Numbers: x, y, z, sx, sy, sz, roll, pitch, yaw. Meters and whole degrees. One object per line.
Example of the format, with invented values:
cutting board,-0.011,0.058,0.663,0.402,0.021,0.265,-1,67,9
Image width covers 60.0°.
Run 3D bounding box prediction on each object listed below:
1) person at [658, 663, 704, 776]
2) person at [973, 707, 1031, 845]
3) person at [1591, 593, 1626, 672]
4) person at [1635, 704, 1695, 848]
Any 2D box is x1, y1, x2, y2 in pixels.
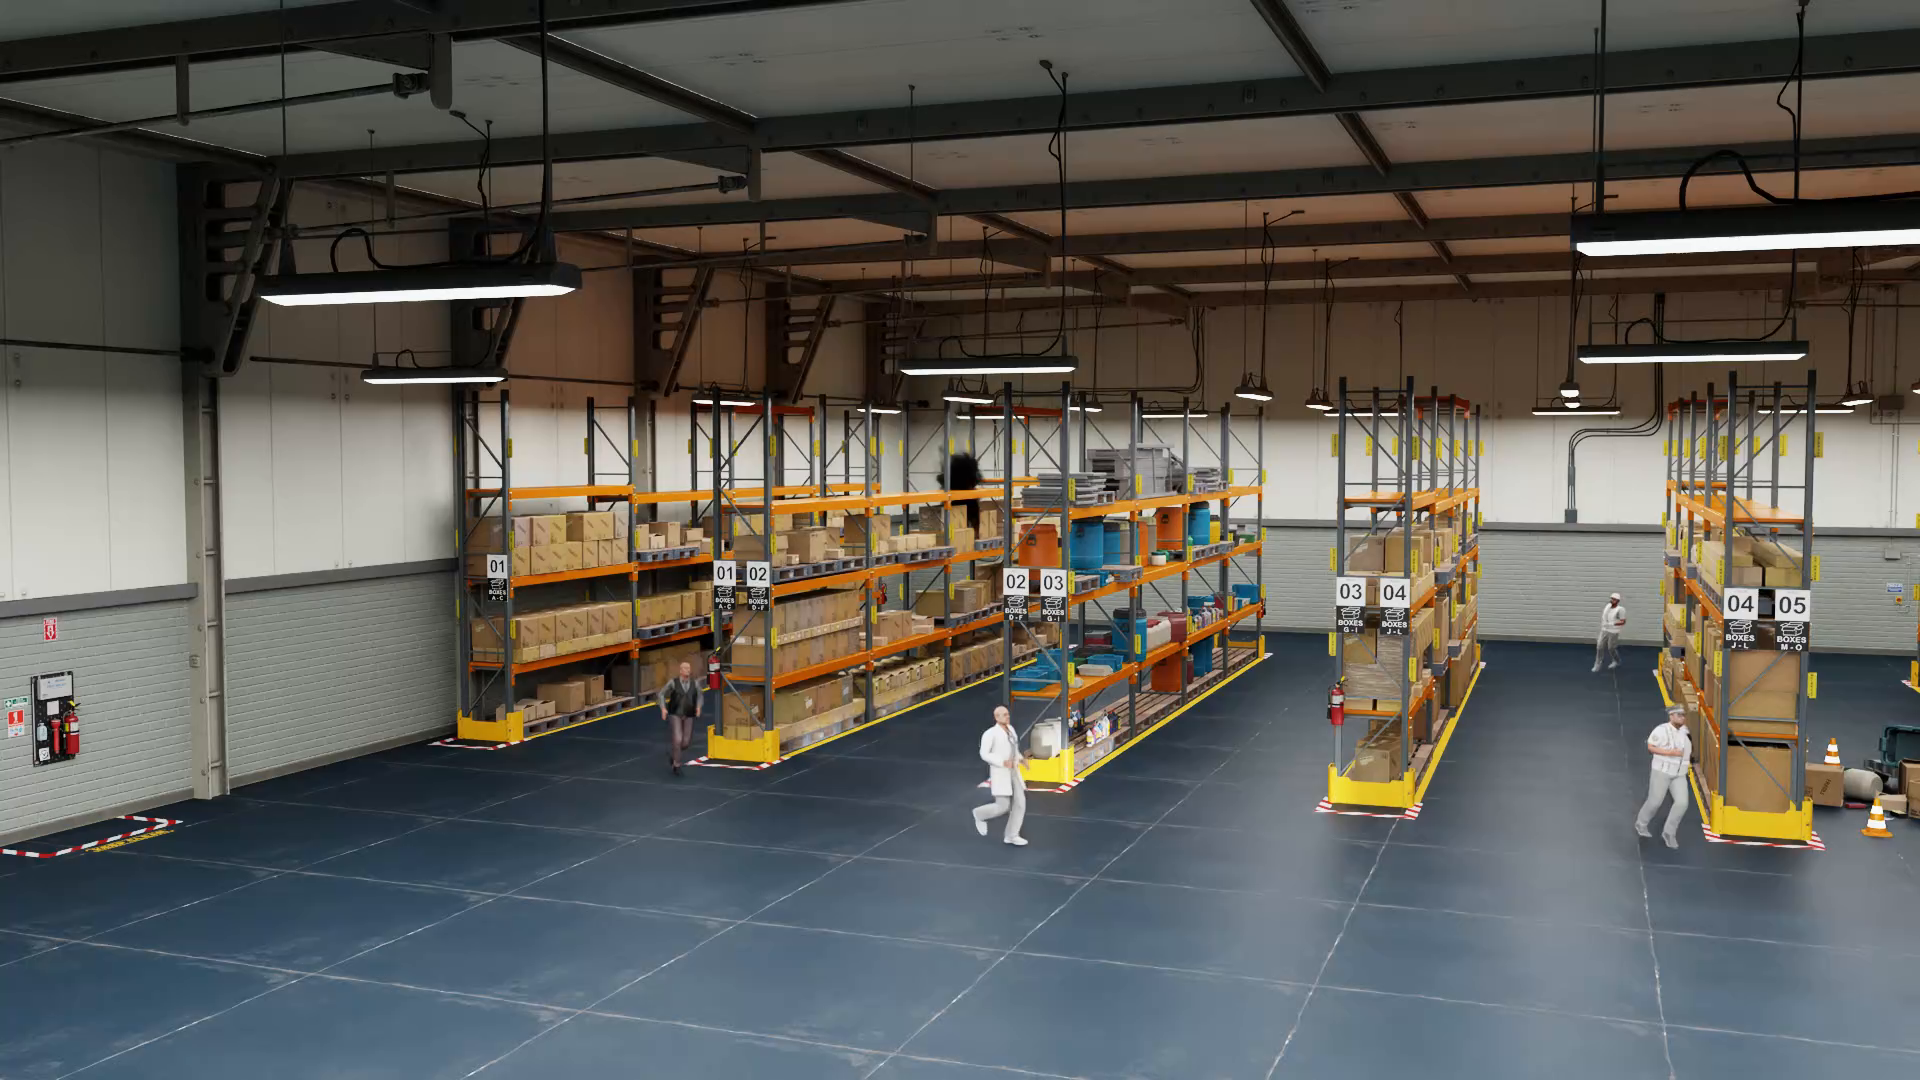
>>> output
person,-4.295,2.755,25.762,0.709,1.694,0.698,-1,3,-25
person,0.539,2.972,21.080,0.803,1.733,0.717,3,4,42
person,14.579,2.068,37.152,0.863,1.781,0.700,-2,4,-32
person,9.001,2.978,21.109,0.654,1.844,0.743,-1,3,-11
